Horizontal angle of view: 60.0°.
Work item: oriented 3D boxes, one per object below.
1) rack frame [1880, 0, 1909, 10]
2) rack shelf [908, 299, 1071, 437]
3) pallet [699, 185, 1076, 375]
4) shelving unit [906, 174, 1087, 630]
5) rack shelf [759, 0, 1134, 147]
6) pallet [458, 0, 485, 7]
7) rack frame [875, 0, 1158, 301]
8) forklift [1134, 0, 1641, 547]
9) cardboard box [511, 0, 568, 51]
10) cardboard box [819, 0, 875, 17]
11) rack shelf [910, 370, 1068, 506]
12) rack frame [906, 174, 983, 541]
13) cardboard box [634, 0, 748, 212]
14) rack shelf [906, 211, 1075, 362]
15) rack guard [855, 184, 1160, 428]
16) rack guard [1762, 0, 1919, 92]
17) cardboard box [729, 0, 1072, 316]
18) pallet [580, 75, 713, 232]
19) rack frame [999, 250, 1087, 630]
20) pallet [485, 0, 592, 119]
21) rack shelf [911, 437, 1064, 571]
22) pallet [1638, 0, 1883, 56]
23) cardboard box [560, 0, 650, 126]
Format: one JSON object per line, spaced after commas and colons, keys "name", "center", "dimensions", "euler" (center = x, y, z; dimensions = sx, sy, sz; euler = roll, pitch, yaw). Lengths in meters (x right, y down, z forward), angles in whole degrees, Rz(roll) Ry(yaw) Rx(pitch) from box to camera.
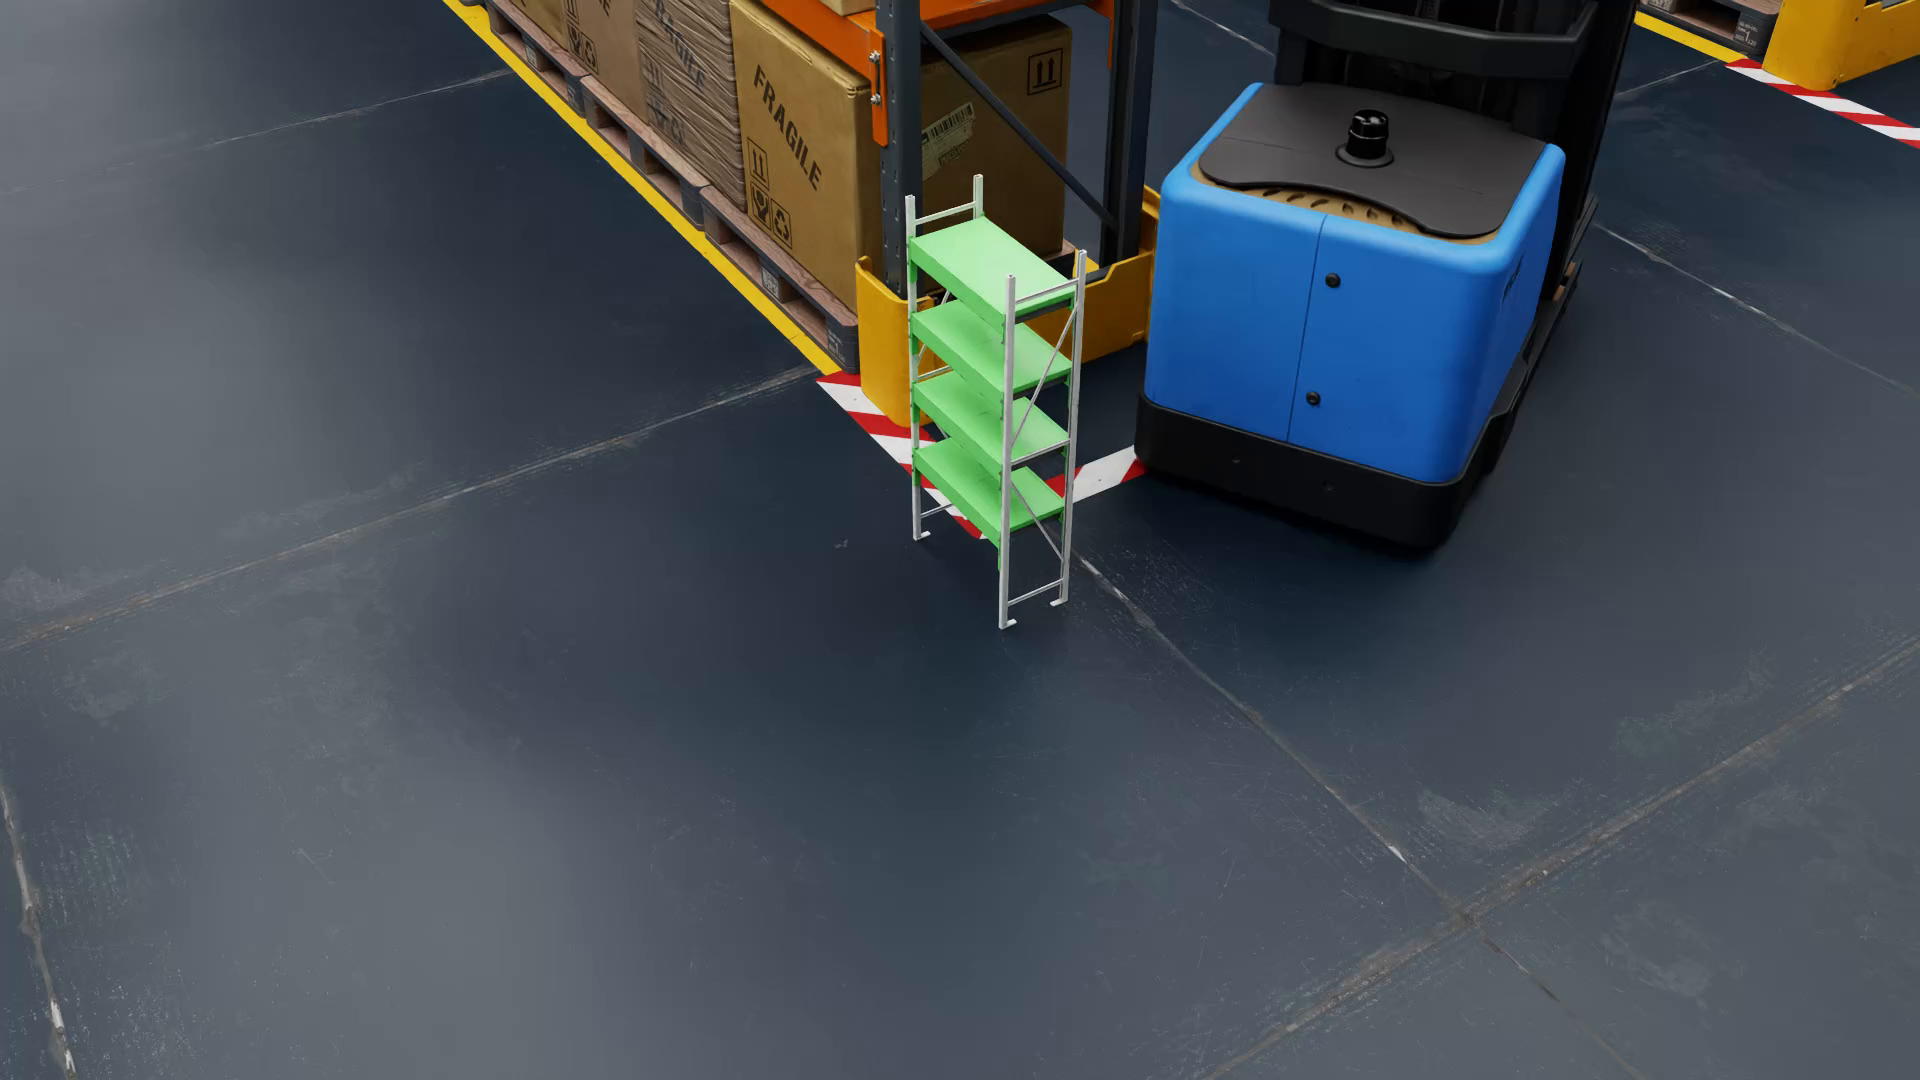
{"name": "rack frame", "center": [4.373, -3.532, 7.145], "dimensions": [1.000, 3.000, 0.127], "euler": [-22, 45, -24]}
{"name": "rack shelf", "center": [0.089, -0.507, 4.646], "dimensions": [0.258, 0.148, 0.480], "euler": [-22, 45, -24]}
{"name": "pallet", "center": [-0.299, -1.160, 6.478], "dimensions": [1.003, 0.211, 1.213], "euler": [-22, 45, -24]}
{"name": "shelving unit", "center": [0.089, -0.372, 4.759], "dimensions": [0.258, 1.200, 0.503], "euler": [-22, 45, -24]}
{"name": "rack shelf", "center": [-0.879, -2.630, 6.625], "dimensions": [1.077, 0.370, 4.000], "euler": [-22, 45, -24]}
{"name": "pallet", "center": [-2.433, -3.305, 9.052], "dimensions": [1.003, 0.211, 1.213], "euler": [-22, 45, -24]}
{"name": "rack frame", "center": [0.197, -1.827, 5.099], "dimensions": [1.000, 3.000, 0.127], "euler": [-22, 45, -24]}
{"name": "forklift", "center": [1.706, -2.038, 5.406], "dimensions": [1.130, 2.935, 3.031], "euler": [19, 43, 21]}
{"name": "cardboard box", "center": [-1.667, -2.947, 7.775], "dimensions": [0.875, 0.875, 0.875], "euler": [-22, 45, -24]}
{"name": "cardboard box", "center": [-0.272, -1.809, 5.274], "dimensions": [0.380, 0.149, 0.250], "euler": [-21, 44, -24]}
{"name": "rack shelf", "center": [0.089, -0.322, 4.799], "dimensions": [0.258, 0.148, 0.480], "euler": [-22, 45, -24]}
{"name": "rack frame", "center": [-0.042, -0.503, 4.917], "dimensions": [0.240, 1.200, 0.015], "euler": [-22, 45, -24]}
{"name": "cardboard box", "center": [-0.704, -1.981, 6.616], "dimensions": [0.875, 0.875, 0.875], "euler": [-22, 45, -24]}
{"name": "rack shelf", "center": [0.089, -0.691, 4.492], "dimensions": [0.258, 0.148, 0.480], "euler": [-22, 45, -24]}
{"name": "rack guard", "center": [0.210, -0.854, 5.884], "dimensions": [1.175, 0.500, 0.348], "euler": [-22, 45, -24]}
{"name": "rack guard", "center": [4.397, -2.563, 7.935], "dimensions": [1.175, 0.500, 0.348], "euler": [-22, 45, -24]}
{"name": "cardboard box", "center": [-0.215, -1.490, 6.027], "dimensions": [0.875, 0.875, 0.875], "euler": [-22, 45, -24]}
{"name": "pallet", "center": [-0.951, -1.818, 7.267], "dimensions": [1.003, 0.211, 1.213], "euler": [-22, 45, -24]}
{"name": "rack frame", "center": [0.220, -0.240, 4.601], "dimensions": [0.240, 1.200, 0.015], "euler": [-22, 45, -24]}
{"name": "pallet", "center": [-1.611, -2.477, 8.058], "dimensions": [1.003, 0.211, 1.213], "euler": [-22, 45, -24]}
{"name": "rack shelf", "center": [0.089, -0.138, 4.953], "dimensions": [0.258, 0.148, 0.480], "euler": [-22, 45, -24]}
{"name": "pallet", "center": [3.962, -2.919, 8.588], "dimensions": [1.003, 0.211, 1.213], "euler": [-22, 45, -24]}
{"name": "cardboard box", "center": [-1.183, -2.462, 7.193], "dimensions": [0.875, 0.875, 0.875], "euler": [-22, 45, -24]}
